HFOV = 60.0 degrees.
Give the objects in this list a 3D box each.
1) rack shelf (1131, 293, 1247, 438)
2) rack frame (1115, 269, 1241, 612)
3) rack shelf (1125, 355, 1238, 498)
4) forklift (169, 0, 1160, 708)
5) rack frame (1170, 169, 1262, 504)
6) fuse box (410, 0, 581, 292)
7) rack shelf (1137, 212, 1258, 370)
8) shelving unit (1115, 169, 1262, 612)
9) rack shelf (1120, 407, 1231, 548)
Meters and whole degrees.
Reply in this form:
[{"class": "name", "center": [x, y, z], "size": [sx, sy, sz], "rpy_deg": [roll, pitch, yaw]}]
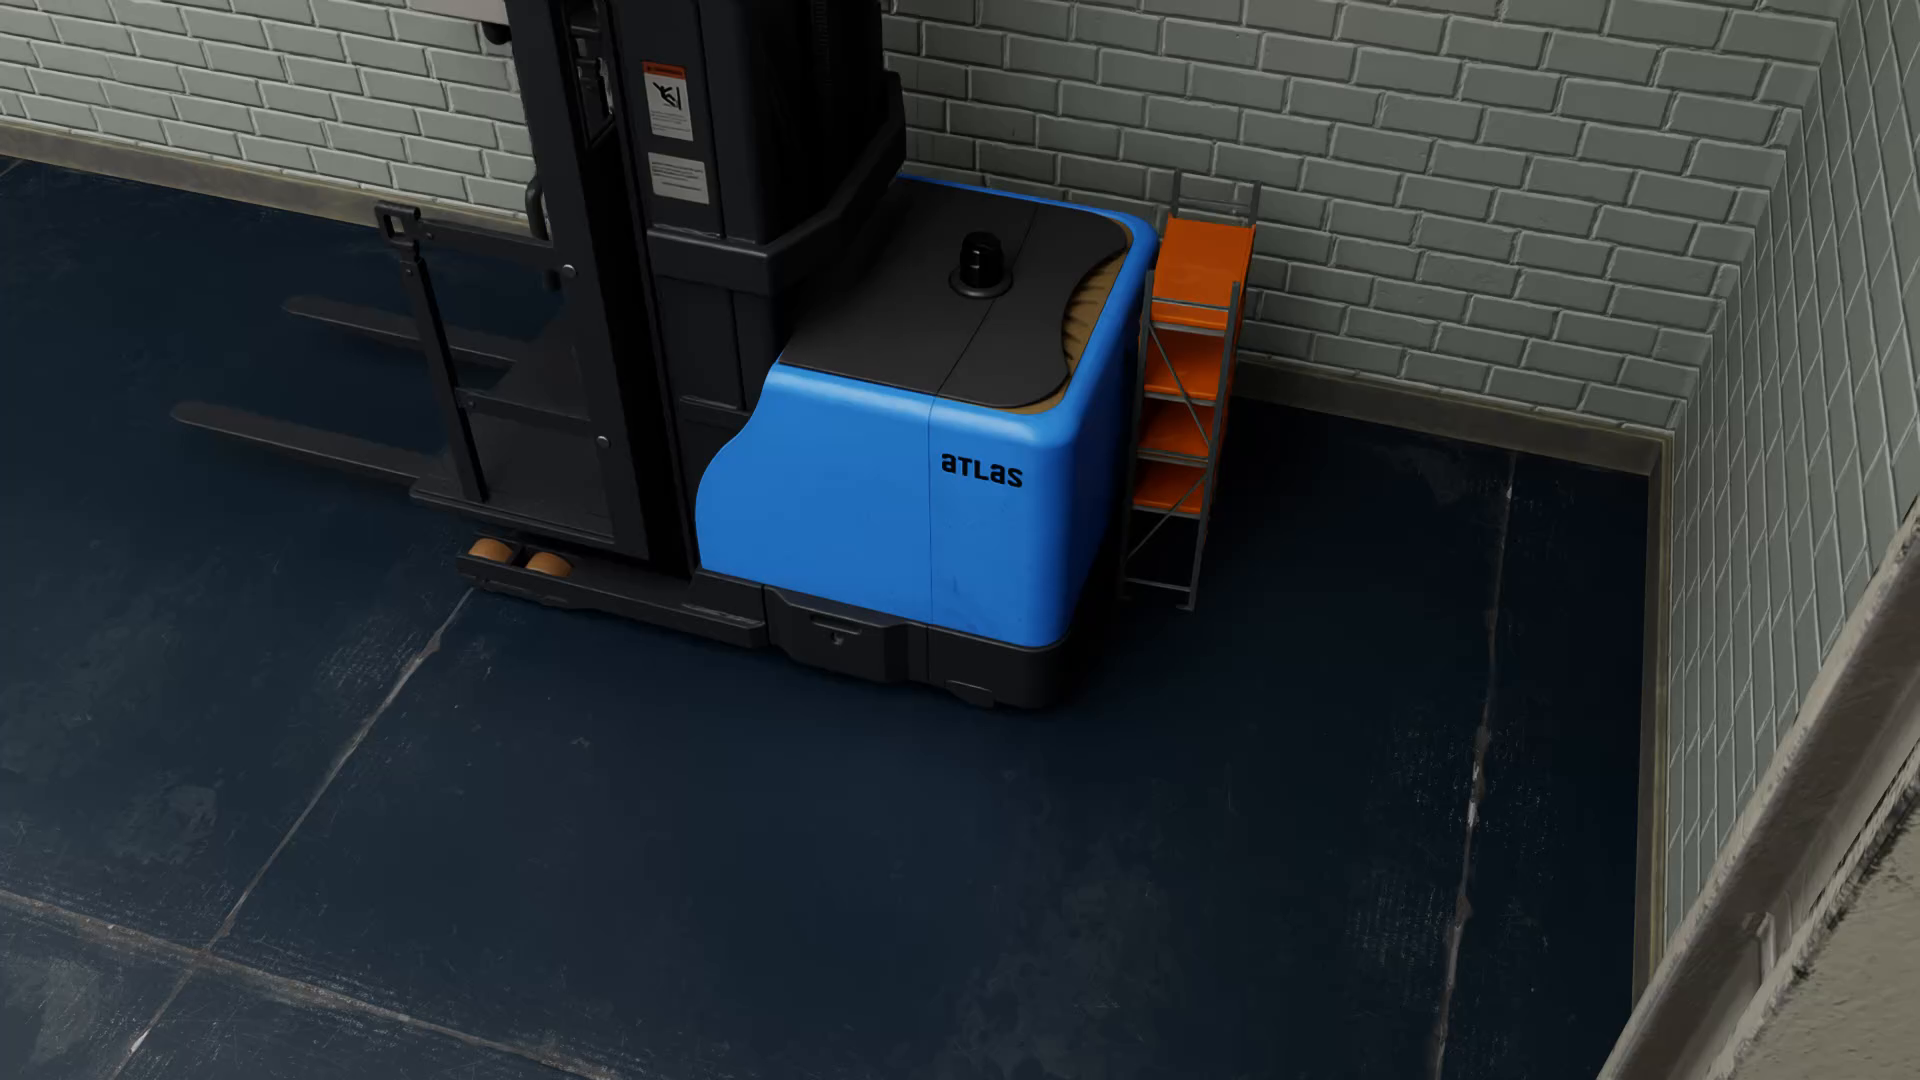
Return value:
[{"class": "rack shelf", "center": [0.649, -0.515, 4.694], "size": [0.258, 0.148, 0.480], "rpy_deg": [10, 45, 10]}, {"class": "rack frame", "center": [0.592, -0.237, 4.634], "size": [0.240, 1.200, 0.015], "rpy_deg": [10, 45, 10]}, {"class": "rack shelf", "center": [0.649, -0.355, 4.851], "size": [0.258, 0.148, 0.480], "rpy_deg": [10, 45, 10]}, {"class": "forklift", "center": [-1.004, -1.183, 4.363], "size": [3.031, 2.935, 1.130], "rpy_deg": [13, 46, 13]}, {"class": "rack frame", "center": [0.706, -0.569, 4.973], "size": [0.240, 1.200, 0.015], "rpy_deg": [10, 45, 10]}, {"class": "fuse box", "center": [-1.511, -1.529, 5.589], "size": [0.539, 1.711, 0.414], "rpy_deg": [13, 46, 13]}, {"class": "rack shelf", "center": [0.649, -0.684, 4.529], "size": [0.258, 0.148, 0.480], "rpy_deg": [10, 45, 10]}, {"class": "shelving unit", "center": [0.649, -0.403, 4.804], "size": [0.258, 1.200, 0.503], "rpy_deg": [10, 45, 10]}, {"class": "rack shelf", "center": [0.649, -0.213, 4.990], "size": [0.258, 0.148, 0.480], "rpy_deg": [10, 45, 10]}]
